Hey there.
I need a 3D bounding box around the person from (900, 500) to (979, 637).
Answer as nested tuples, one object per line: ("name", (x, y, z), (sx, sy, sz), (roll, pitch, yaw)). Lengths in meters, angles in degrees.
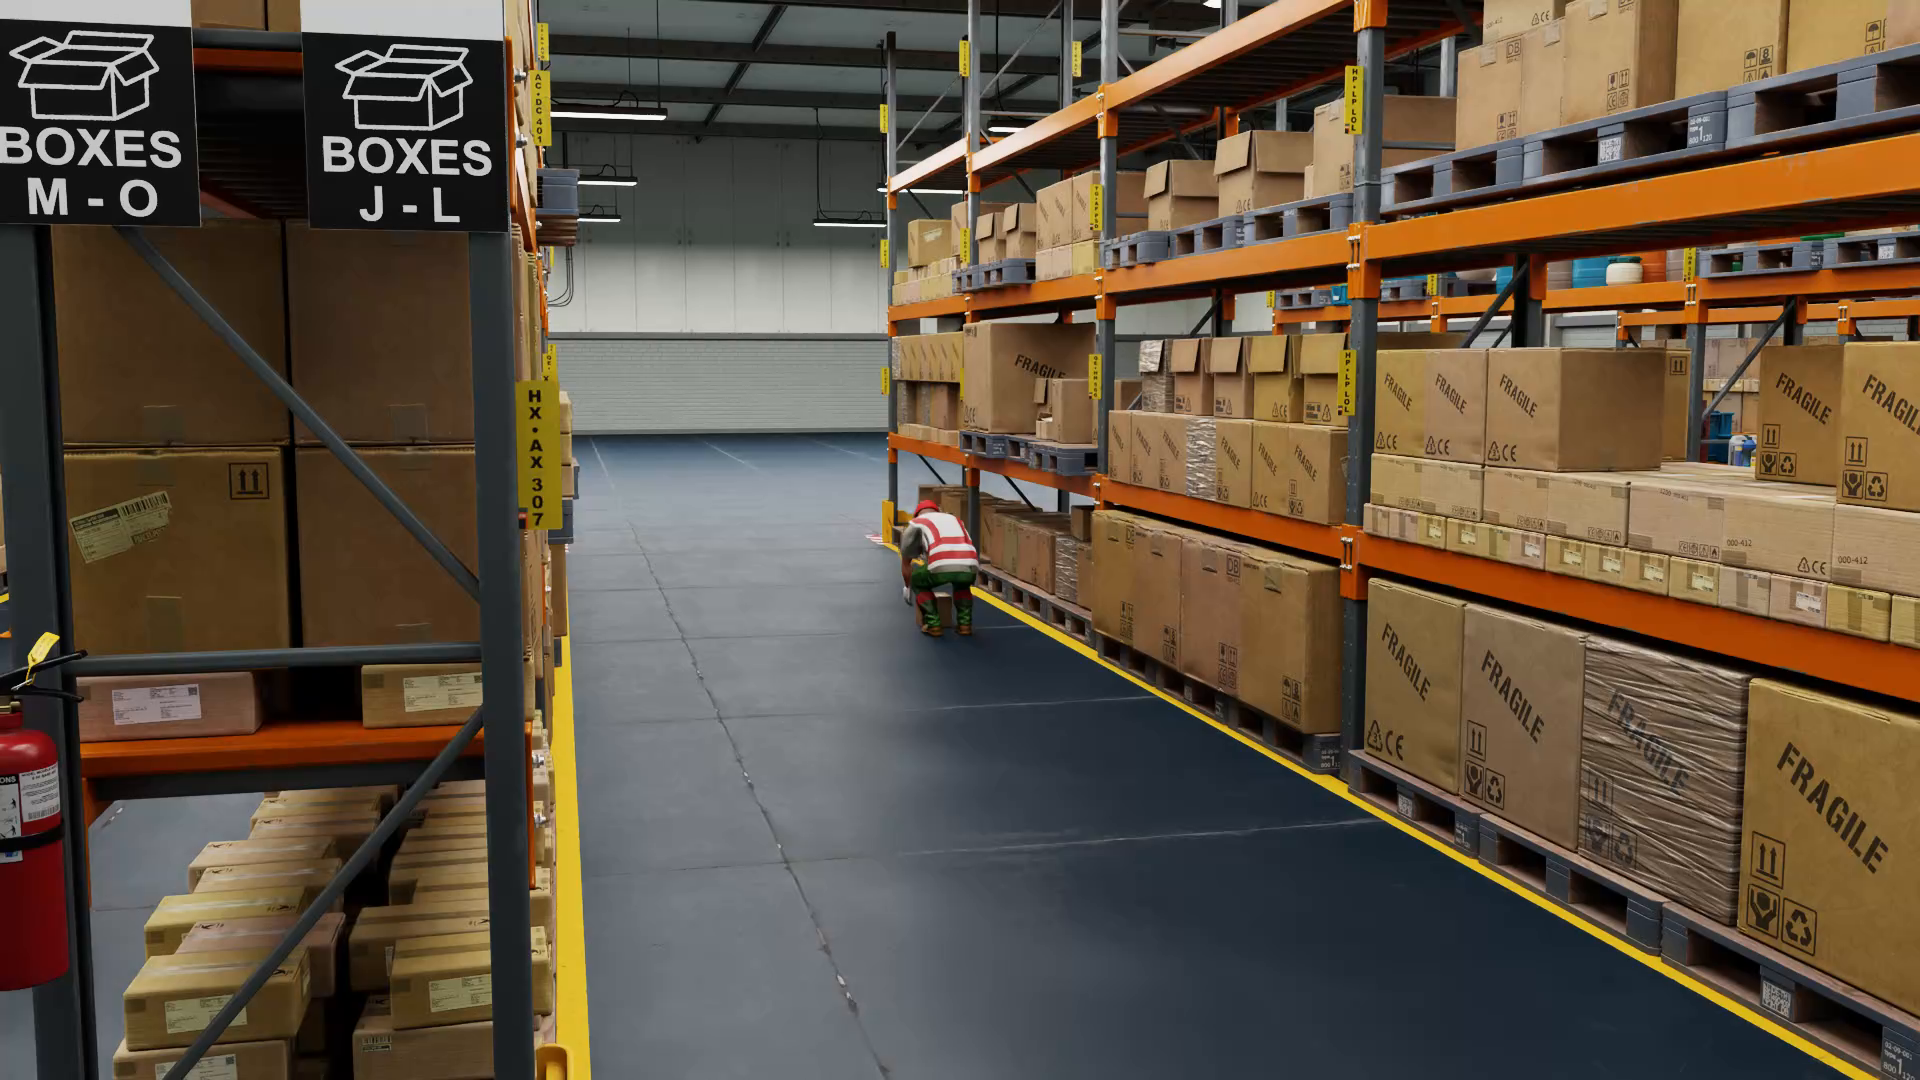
("person", (-0.162, 0.220, 13.274), (0.578, 1.040, 0.872), (-1, 6, -14))
